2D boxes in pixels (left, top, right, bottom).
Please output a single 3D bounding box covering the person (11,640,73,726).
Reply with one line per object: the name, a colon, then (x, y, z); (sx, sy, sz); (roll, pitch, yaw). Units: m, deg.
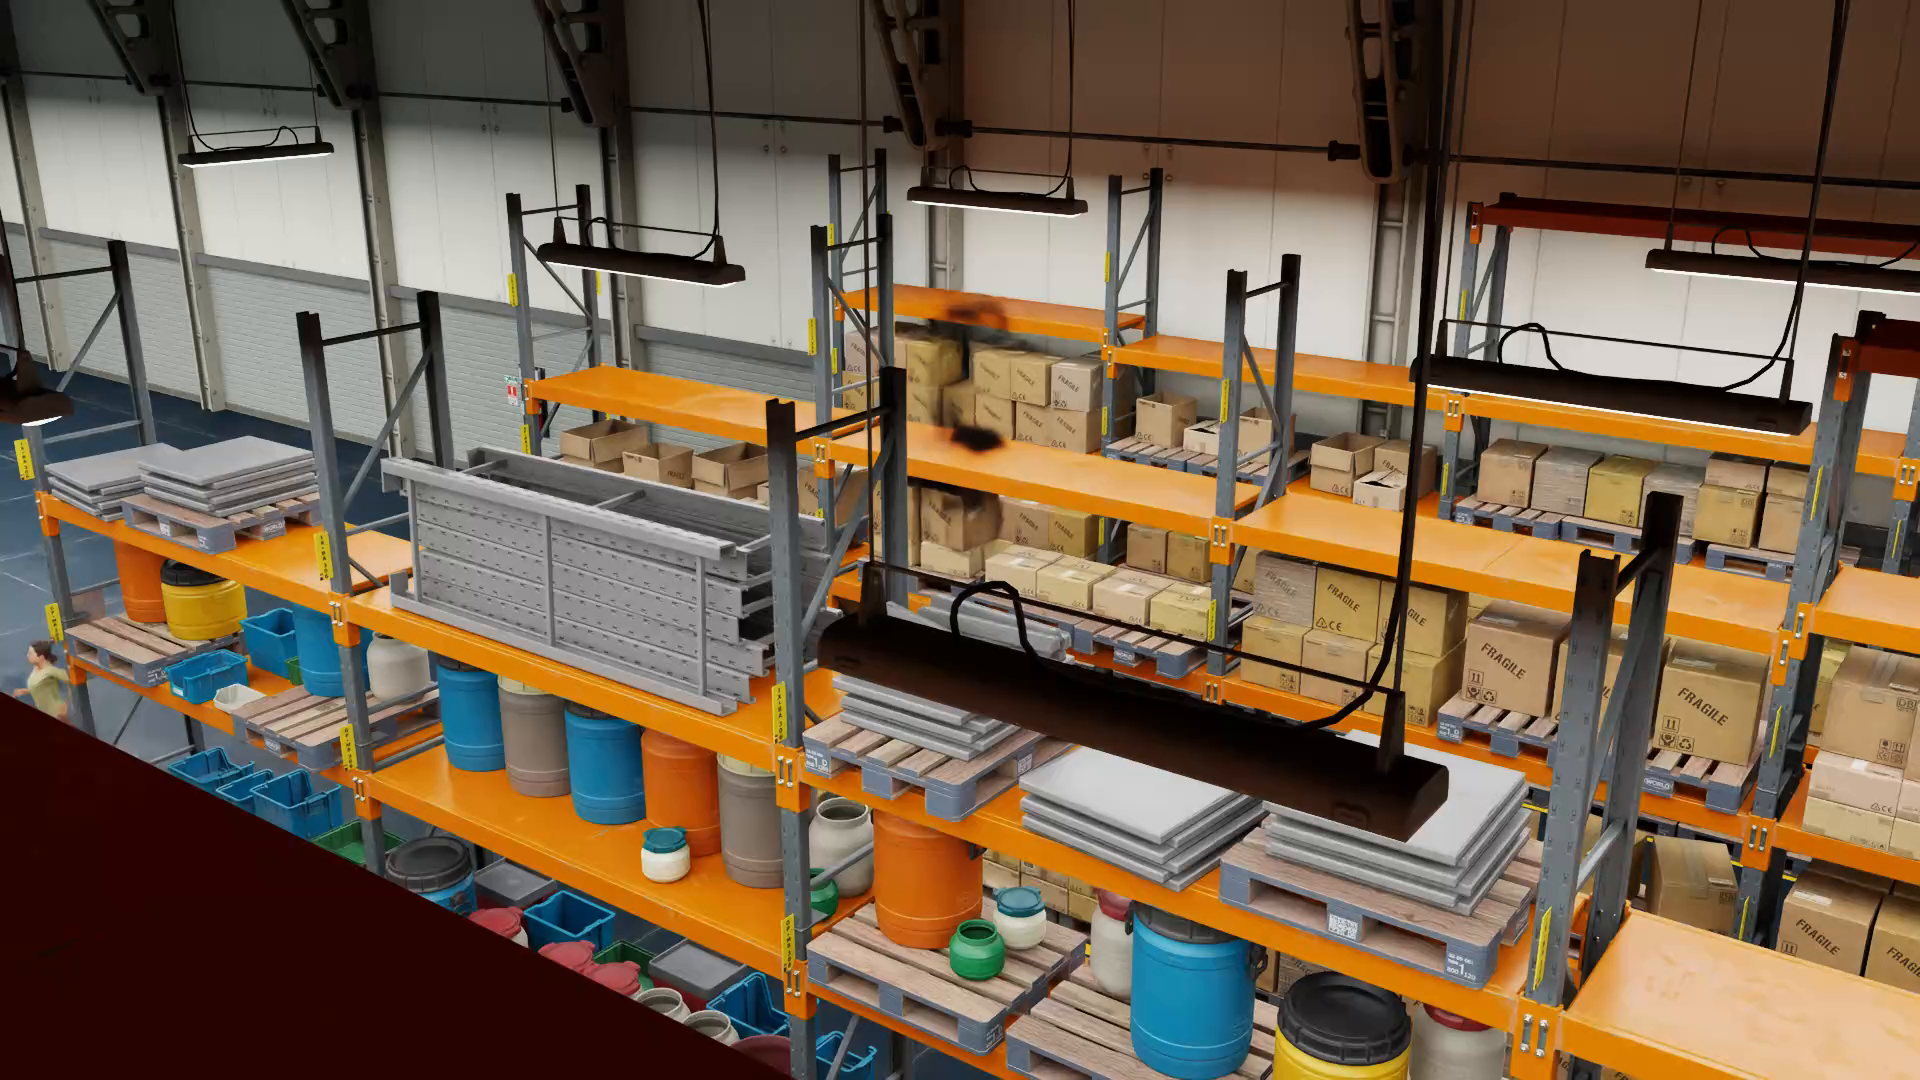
person: (-9.249, 1.816, 17.037); (0.806, 1.714, 0.565); (-11, 22, -30)
